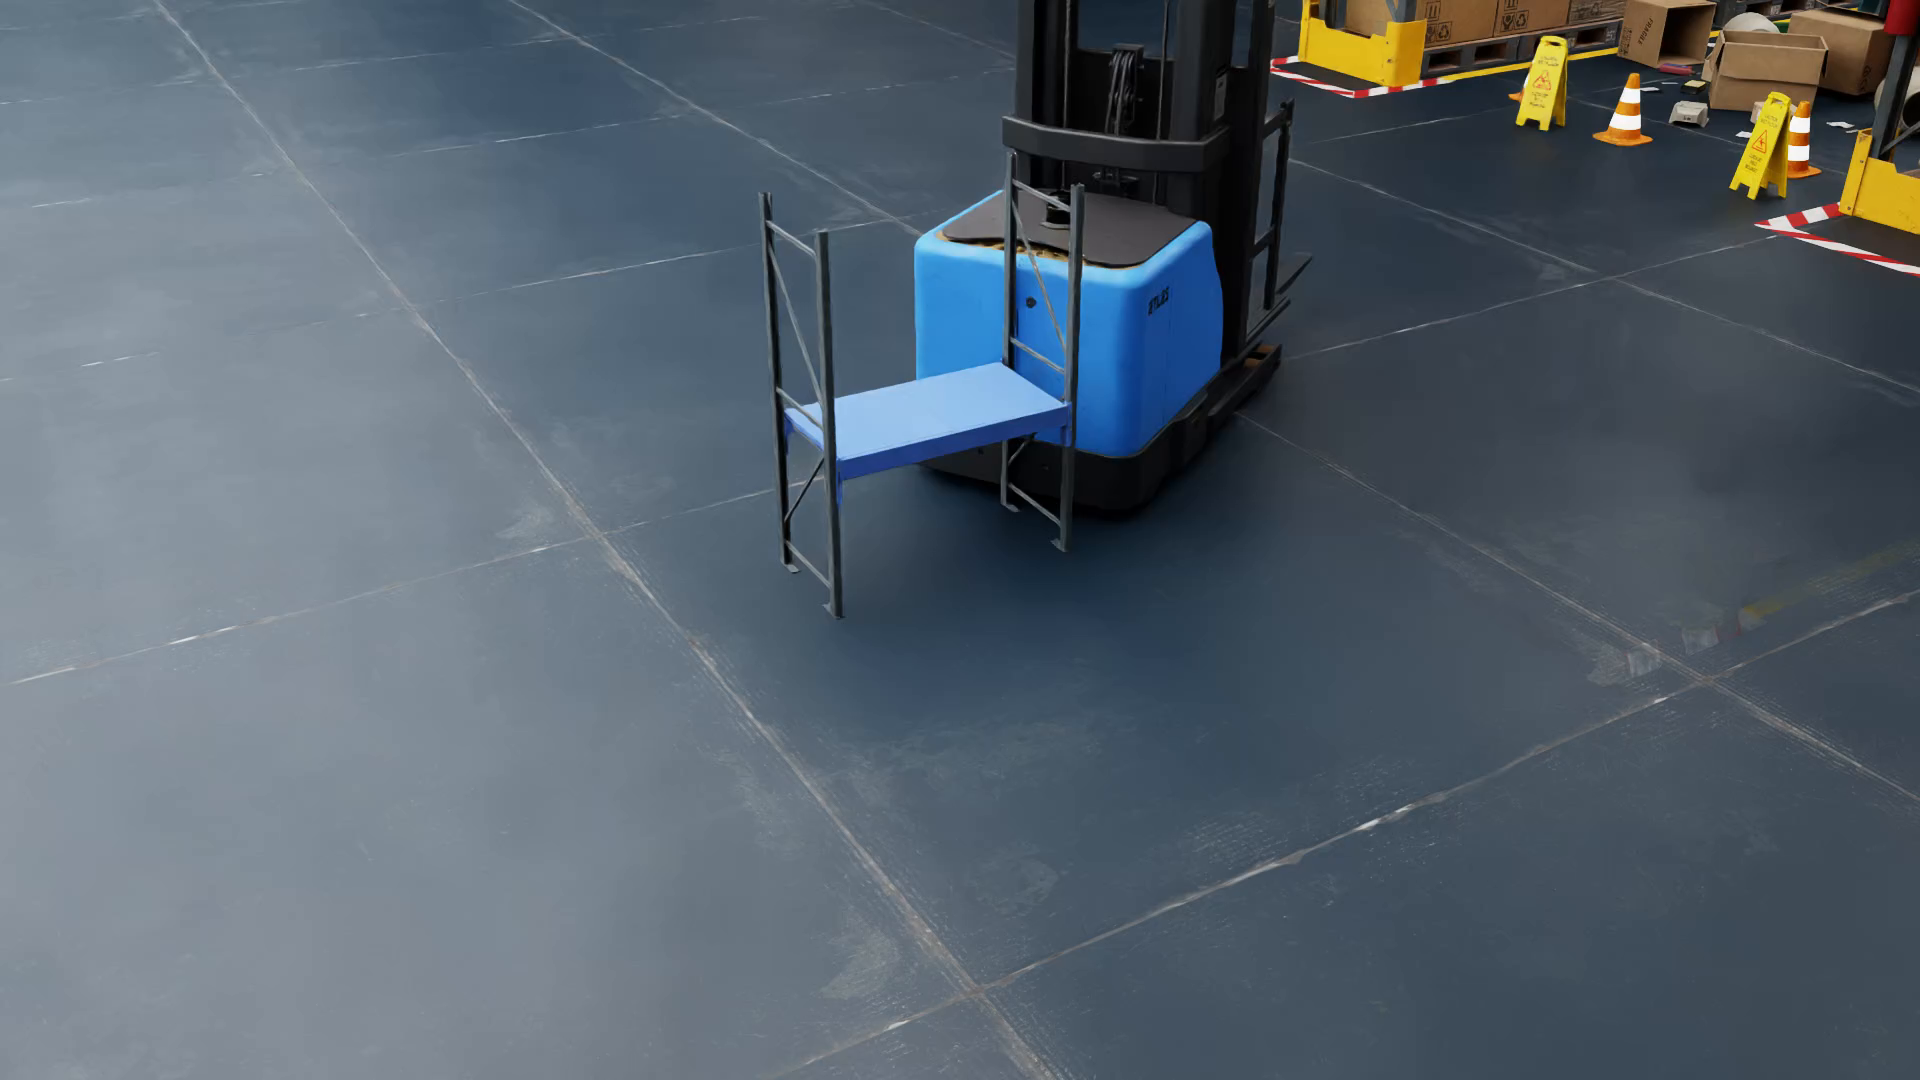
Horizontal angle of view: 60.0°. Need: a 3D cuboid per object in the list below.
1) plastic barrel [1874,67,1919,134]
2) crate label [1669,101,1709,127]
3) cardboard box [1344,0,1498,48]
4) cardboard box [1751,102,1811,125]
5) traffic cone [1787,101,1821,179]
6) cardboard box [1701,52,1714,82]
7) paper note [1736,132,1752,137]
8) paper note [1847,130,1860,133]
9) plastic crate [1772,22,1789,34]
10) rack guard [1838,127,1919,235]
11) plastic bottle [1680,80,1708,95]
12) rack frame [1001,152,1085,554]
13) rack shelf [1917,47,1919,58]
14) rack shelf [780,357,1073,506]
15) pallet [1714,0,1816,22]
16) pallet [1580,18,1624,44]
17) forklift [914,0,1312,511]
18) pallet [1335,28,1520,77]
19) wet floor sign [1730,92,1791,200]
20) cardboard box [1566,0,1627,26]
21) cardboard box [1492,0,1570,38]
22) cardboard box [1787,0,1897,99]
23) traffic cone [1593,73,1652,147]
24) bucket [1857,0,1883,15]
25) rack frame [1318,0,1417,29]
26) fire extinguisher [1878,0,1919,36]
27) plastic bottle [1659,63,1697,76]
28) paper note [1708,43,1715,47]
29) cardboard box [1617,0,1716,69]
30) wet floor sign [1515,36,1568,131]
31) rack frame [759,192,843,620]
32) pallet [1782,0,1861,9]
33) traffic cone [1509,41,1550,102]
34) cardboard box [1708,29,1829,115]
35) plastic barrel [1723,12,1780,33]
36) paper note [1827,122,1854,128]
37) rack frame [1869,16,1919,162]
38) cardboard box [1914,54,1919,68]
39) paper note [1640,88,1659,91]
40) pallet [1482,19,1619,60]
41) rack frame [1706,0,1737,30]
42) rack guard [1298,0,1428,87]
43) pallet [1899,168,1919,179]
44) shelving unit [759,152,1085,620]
[{"bbox_3d":[6.927,-3.190,12.092,0.421,0.421,0.512,5,29,8],"label":"plastic barrel"},{"bbox_3d":[5.421,-3.168,12.349,0.250,0.136,0.298,15,32,26],"label":"crate label"},{"bbox_3d":[3.870,-4.666,13.864,0.875,0.875,0.875,-16,33,-26],"label":"cardboard box"},{"bbox_3d":[6.019,-3.095,12.205,0.250,0.149,0.380,0,29,0],"label":"cardboard box"},{"bbox_3d":[5.631,-2.713,11.188,0.334,0.463,0.336,-16,33,-26],"label":"traffic cone"},{"bbox_3d":[6.218,-3.813,13.384,0.258,0.266,0.396,-10,30,-18],"label":"cardboard box"},{"bbox_3d":[5.720,-2.942,12.049,0.148,0.019,0.142,22,36,34],"label":"paper note"},{"bbox_3d":[6.528,-2.988,12.155,0.123,0.001,0.032,-16,33,-26],"label":"paper note"},{"bbox_3d":[7.281,-4.404,14.476,0.662,0.188,0.450,0,19,0],"label":"plastic crate"},{"bbox_3d":[5.979,-2.106,10.048,0.348,0.500,1.175,-16,33,-26],"label":"rack guard"},{"bbox_3d":[5.843,-3.606,13.220,0.133,0.061,0.283,22,36,34],"label":"plastic bottle"},{"bbox_3d":[0.310,-0.710,6.484,0.032,1.500,0.500,-15,32,-26],"label":"rack frame"},{"bbox_3d":[7.638,-3.356,10.471,4.000,0.370,1.077,-16,33,-26],"label":"rack shelf"},{"bbox_3d":[-0.132,-0.431,6.350,1.000,0.185,0.538,-15,32,-26],"label":"rack shelf"},{"bbox_3d":[7.394,-5.197,15.949,1.213,0.211,1.003,-16,33,-26],"label":"pallet"},{"bbox_3d":[6.072,-4.823,15.272,1.213,0.211,1.003,-16,33,-26],"label":"pallet"},{"bbox_3d":[0.930,-2.087,7.498,1.130,2.935,3.031,14,32,24],"label":"forklift"},{"bbox_3d":[3.968,-4.226,14.189,1.213,0.211,1.003,-16,33,-26],"label":"pallet"},{"bbox_3d":[5.207,-2.550,10.702,0.232,0.644,0.267,-5,29,-9],"label":"wet floor sign"},{"bbox_3d":[5.414,-5.104,14.659,0.875,0.875,0.875,-16,33,-26],"label":"cardboard box"},{"bbox_3d":[4.627,-4.882,14.256,0.875,0.875,0.875,-16,33,-27],"label":"cardboard box"},{"bbox_3d":[6.947,-3.865,13.092,0.503,0.637,0.797,-16,33,-26],"label":"cardboard box"},{"bbox_3d":[4.775,-3.092,11.875,0.334,0.463,0.336,-16,33,-26],"label":"traffic cone"},{"bbox_3d":[7.818,-4.436,13.499,0.620,0.611,0.726,4,28,-14],"label":"bucket"},{"bbox_3d":[3.318,-5.219,13.102,0.127,3.000,1.000,-16,33,-26],"label":"rack frame"},{"bbox_3d":[5.581,-3.311,9.726,0.183,0.674,0.296,-16,33,-26],"label":"fire extinguisher"},{"bbox_3d":[5.936,-3.878,13.713,0.283,0.061,0.133,22,36,34],"label":"plastic bottle"},{"bbox_3d":[6.646,-4.356,14.612,0.147,0.020,0.142,10,30,17],"label":"paper note"},{"bbox_3d":[5.949,-4.297,14.016,0.500,0.500,0.500,-10,30,-18],"label":"cardboard box"},{"bbox_3d":[4.297,-3.356,12.163,0.232,0.644,0.267,-22,36,-35],"label":"wet floor sign"},{"bbox_3d":[-0.574,-0.467,6.043,0.032,1.500,0.500,-15,32,-26],"label":"rack frame"},{"bbox_3d":[8.447,-5.498,16.494,1.213,0.211,1.003,-16,33,-26],"label":"pallet"},{"bbox_3d":[4.496,-3.646,12.878,0.334,0.463,0.336,-16,33,-26],"label":"traffic cone"},{"bbox_3d":[6.145,-3.573,12.703,0.797,0.503,0.637,10,30,17],"label":"cardboard box"},{"bbox_3d":[6.566,-4.153,13.837,0.421,0.421,0.512,5,29,8],"label":"plastic barrel"},{"bbox_3d":[6.528,-3.082,12.316,0.142,0.019,0.148,-5,29,-9],"label":"paper note"},{"bbox_3d":[5.913,-3.181,9.410,0.127,3.000,1.000,-16,33,-26],"label":"rack frame"},{"bbox_3d":[7.572,-3.658,13.104,0.258,0.266,0.396,10,30,17],"label":"cardboard box"},{"bbox_3d":[5.495,-3.584,13.215,0.142,0.017,0.144,-5,29,-9],"label":"paper note"},{"bbox_3d":[5.019,-4.523,14.727,1.213,0.211,1.003,-16,33,-26],"label":"pallet"},{"bbox_3d":[6.767,-6.198,14.876,0.127,3.000,1.000,-16,33,-26],"label":"rack frame"},{"bbox_3d":[3.298,-4.118,13.695,0.348,0.500,1.175,-16,33,-26],"label":"rack guard"},{"bbox_3d":[6.697,-2.163,10.451,1.213,0.211,1.003,-16,33,-26],"label":"pallet"},{"bbox_3d":[-0.132,-0.588,6.264,1.048,1.500,0.538,-15,32,-26],"label":"shelving unit"}]
